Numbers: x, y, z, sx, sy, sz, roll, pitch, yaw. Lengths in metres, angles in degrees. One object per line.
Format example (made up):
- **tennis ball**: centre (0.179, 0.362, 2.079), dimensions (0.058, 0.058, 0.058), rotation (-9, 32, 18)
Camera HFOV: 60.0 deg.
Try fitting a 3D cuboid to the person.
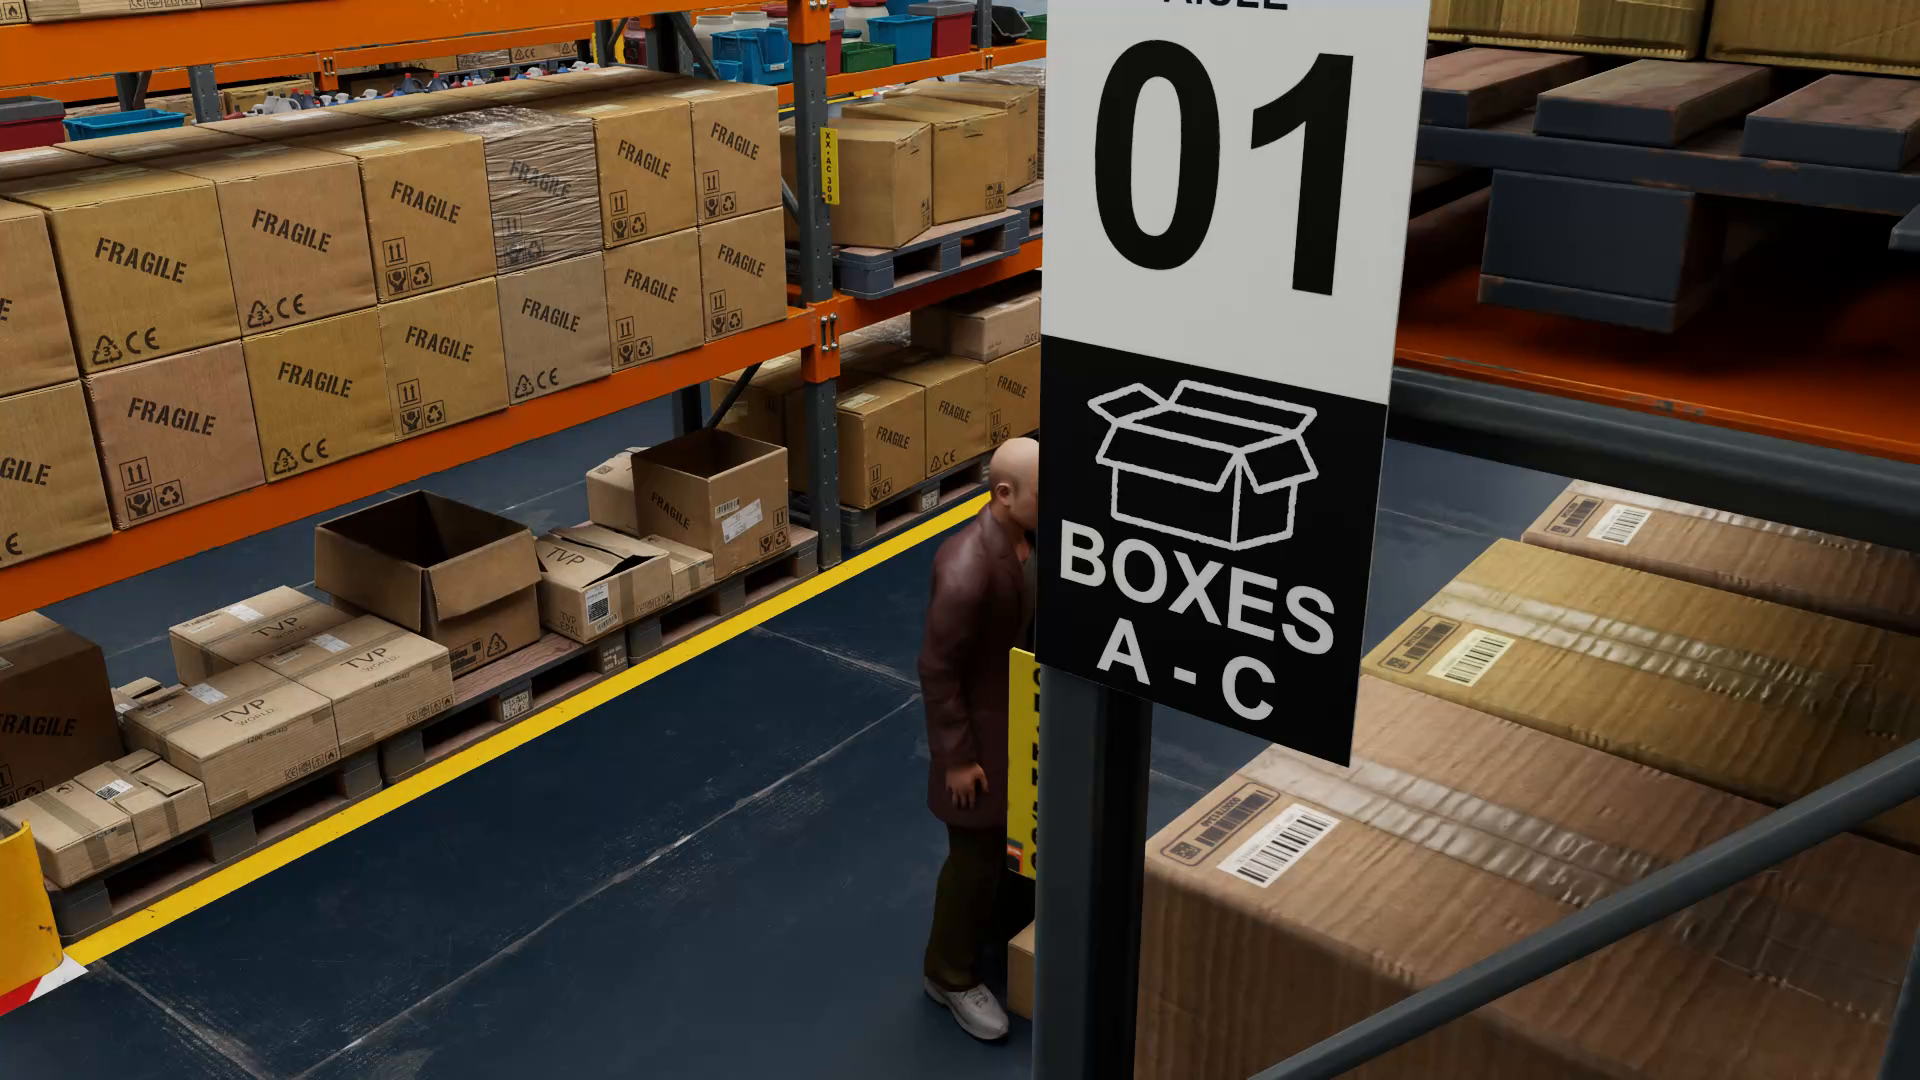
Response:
- **person**: centre (0.121, 0.541, 4.857), dimensions (0.429, 1.772, 0.649), rotation (15, 27, 30)
